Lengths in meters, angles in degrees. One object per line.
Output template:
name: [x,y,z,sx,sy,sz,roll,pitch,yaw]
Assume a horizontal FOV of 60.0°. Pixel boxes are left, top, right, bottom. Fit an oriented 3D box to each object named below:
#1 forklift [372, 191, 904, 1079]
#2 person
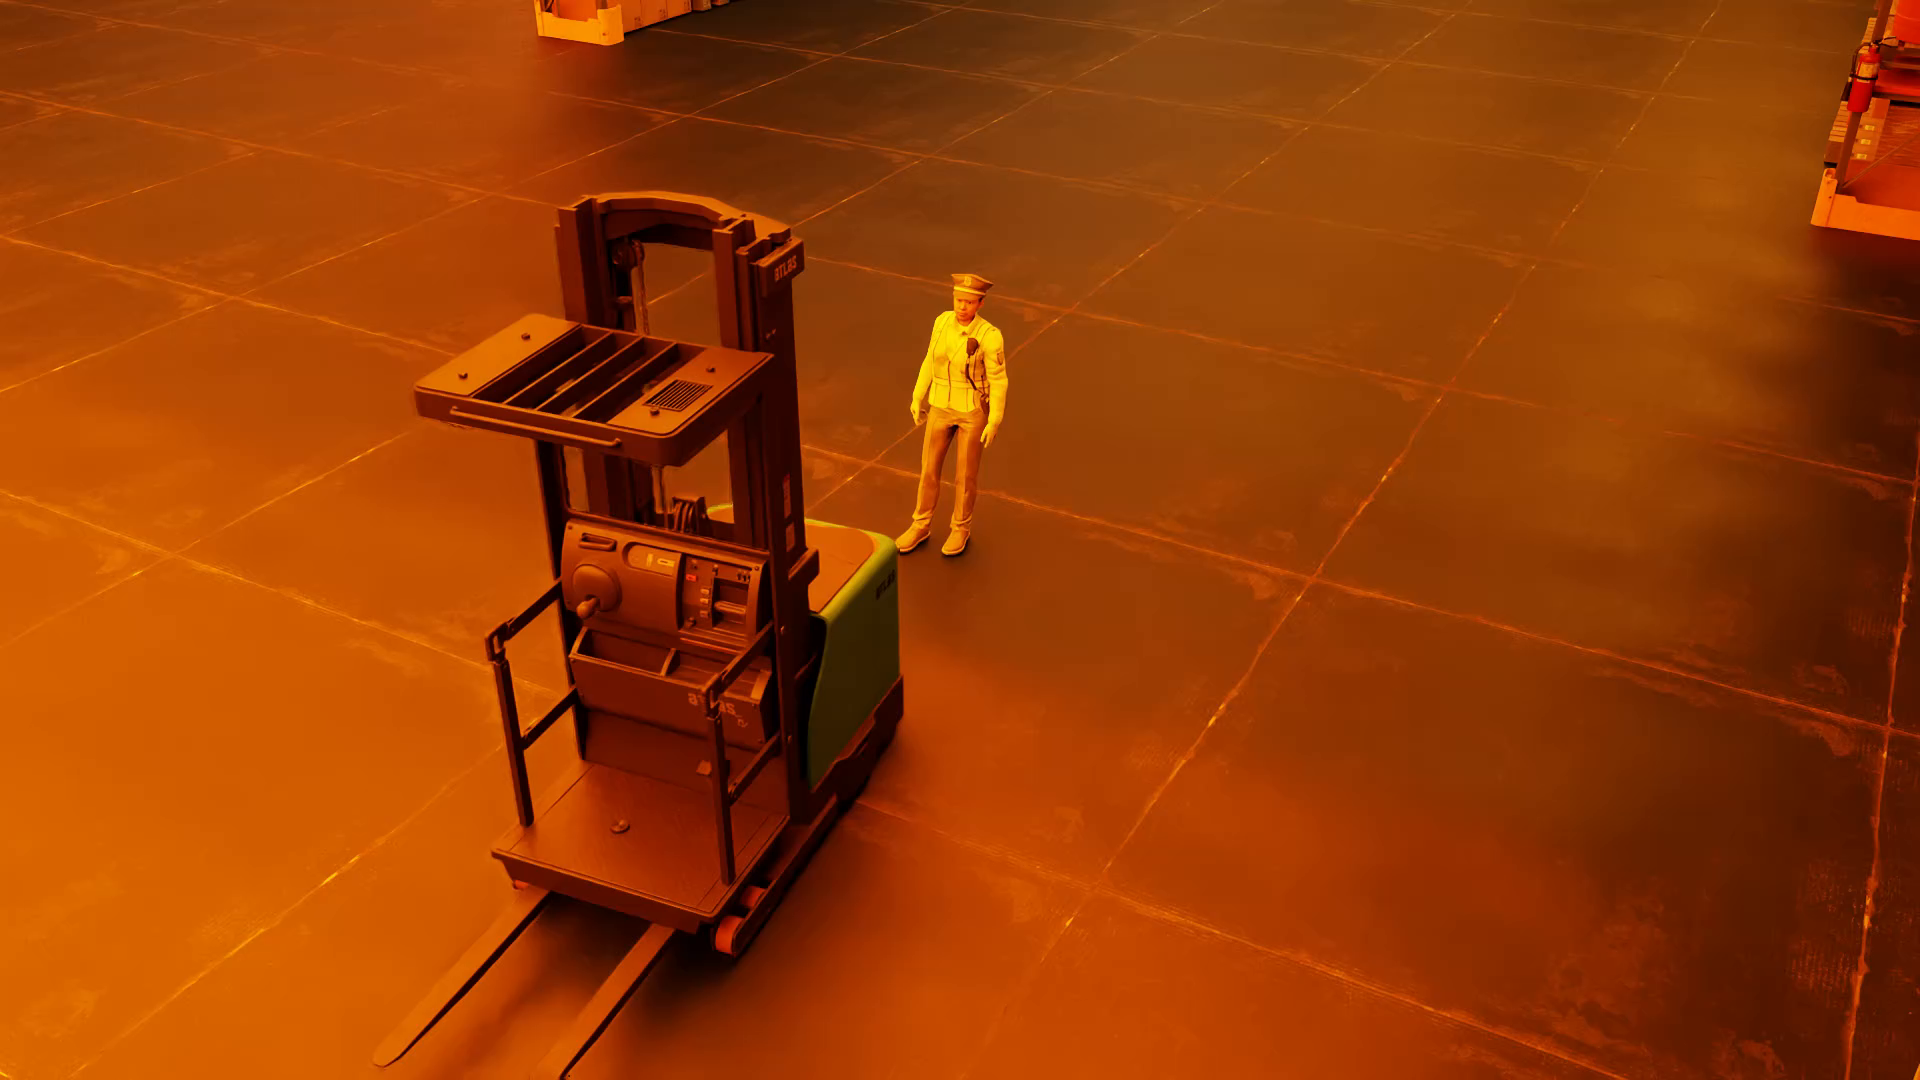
forklift: [-1.309,0.232,6.669,1.130,2.935,3.031,12,32,19]
person: [-0.039,-0.712,9.527,0.588,1.695,0.531,15,33,25]
